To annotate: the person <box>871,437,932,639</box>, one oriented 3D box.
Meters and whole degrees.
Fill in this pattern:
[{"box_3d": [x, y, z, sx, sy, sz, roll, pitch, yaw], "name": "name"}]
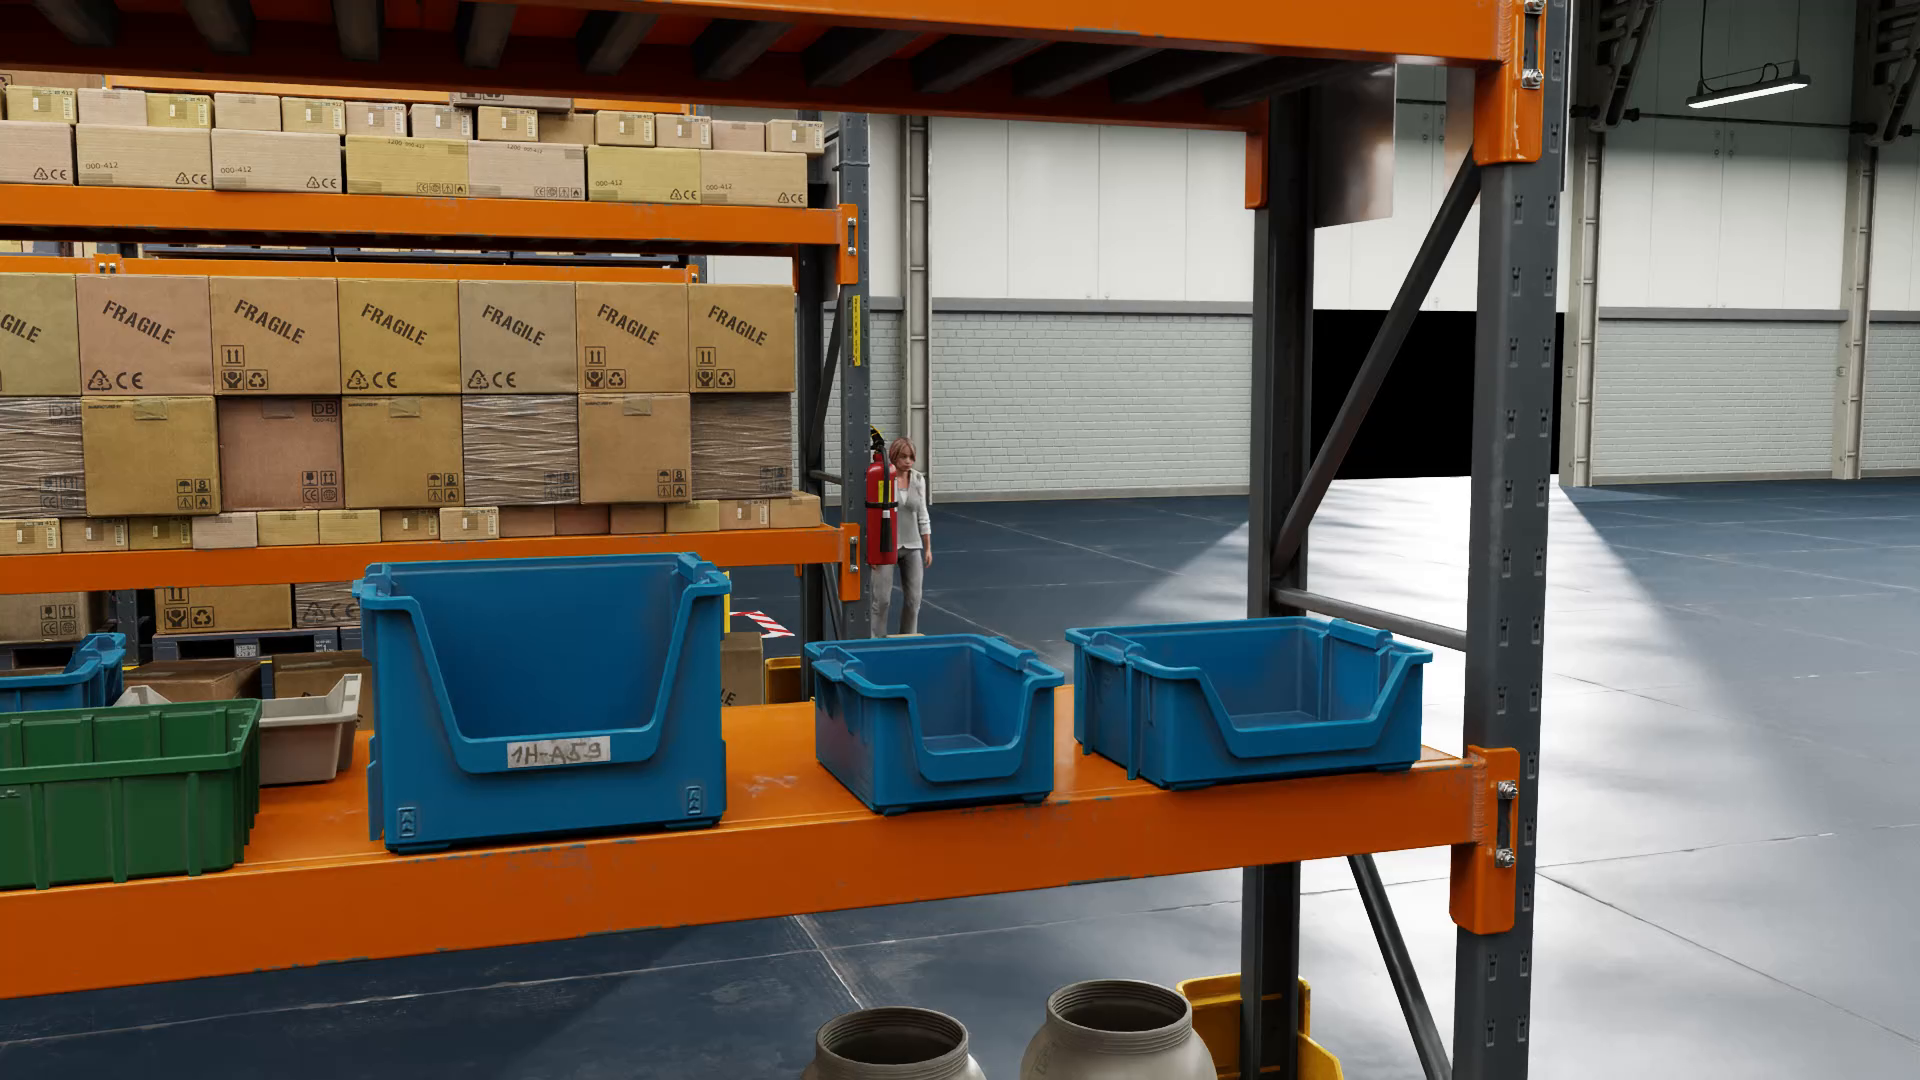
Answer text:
[{"box_3d": [-0.425, 0.089, 11.413, 0.482, 1.593, 0.342, -2, 6, -21], "name": "person"}]
